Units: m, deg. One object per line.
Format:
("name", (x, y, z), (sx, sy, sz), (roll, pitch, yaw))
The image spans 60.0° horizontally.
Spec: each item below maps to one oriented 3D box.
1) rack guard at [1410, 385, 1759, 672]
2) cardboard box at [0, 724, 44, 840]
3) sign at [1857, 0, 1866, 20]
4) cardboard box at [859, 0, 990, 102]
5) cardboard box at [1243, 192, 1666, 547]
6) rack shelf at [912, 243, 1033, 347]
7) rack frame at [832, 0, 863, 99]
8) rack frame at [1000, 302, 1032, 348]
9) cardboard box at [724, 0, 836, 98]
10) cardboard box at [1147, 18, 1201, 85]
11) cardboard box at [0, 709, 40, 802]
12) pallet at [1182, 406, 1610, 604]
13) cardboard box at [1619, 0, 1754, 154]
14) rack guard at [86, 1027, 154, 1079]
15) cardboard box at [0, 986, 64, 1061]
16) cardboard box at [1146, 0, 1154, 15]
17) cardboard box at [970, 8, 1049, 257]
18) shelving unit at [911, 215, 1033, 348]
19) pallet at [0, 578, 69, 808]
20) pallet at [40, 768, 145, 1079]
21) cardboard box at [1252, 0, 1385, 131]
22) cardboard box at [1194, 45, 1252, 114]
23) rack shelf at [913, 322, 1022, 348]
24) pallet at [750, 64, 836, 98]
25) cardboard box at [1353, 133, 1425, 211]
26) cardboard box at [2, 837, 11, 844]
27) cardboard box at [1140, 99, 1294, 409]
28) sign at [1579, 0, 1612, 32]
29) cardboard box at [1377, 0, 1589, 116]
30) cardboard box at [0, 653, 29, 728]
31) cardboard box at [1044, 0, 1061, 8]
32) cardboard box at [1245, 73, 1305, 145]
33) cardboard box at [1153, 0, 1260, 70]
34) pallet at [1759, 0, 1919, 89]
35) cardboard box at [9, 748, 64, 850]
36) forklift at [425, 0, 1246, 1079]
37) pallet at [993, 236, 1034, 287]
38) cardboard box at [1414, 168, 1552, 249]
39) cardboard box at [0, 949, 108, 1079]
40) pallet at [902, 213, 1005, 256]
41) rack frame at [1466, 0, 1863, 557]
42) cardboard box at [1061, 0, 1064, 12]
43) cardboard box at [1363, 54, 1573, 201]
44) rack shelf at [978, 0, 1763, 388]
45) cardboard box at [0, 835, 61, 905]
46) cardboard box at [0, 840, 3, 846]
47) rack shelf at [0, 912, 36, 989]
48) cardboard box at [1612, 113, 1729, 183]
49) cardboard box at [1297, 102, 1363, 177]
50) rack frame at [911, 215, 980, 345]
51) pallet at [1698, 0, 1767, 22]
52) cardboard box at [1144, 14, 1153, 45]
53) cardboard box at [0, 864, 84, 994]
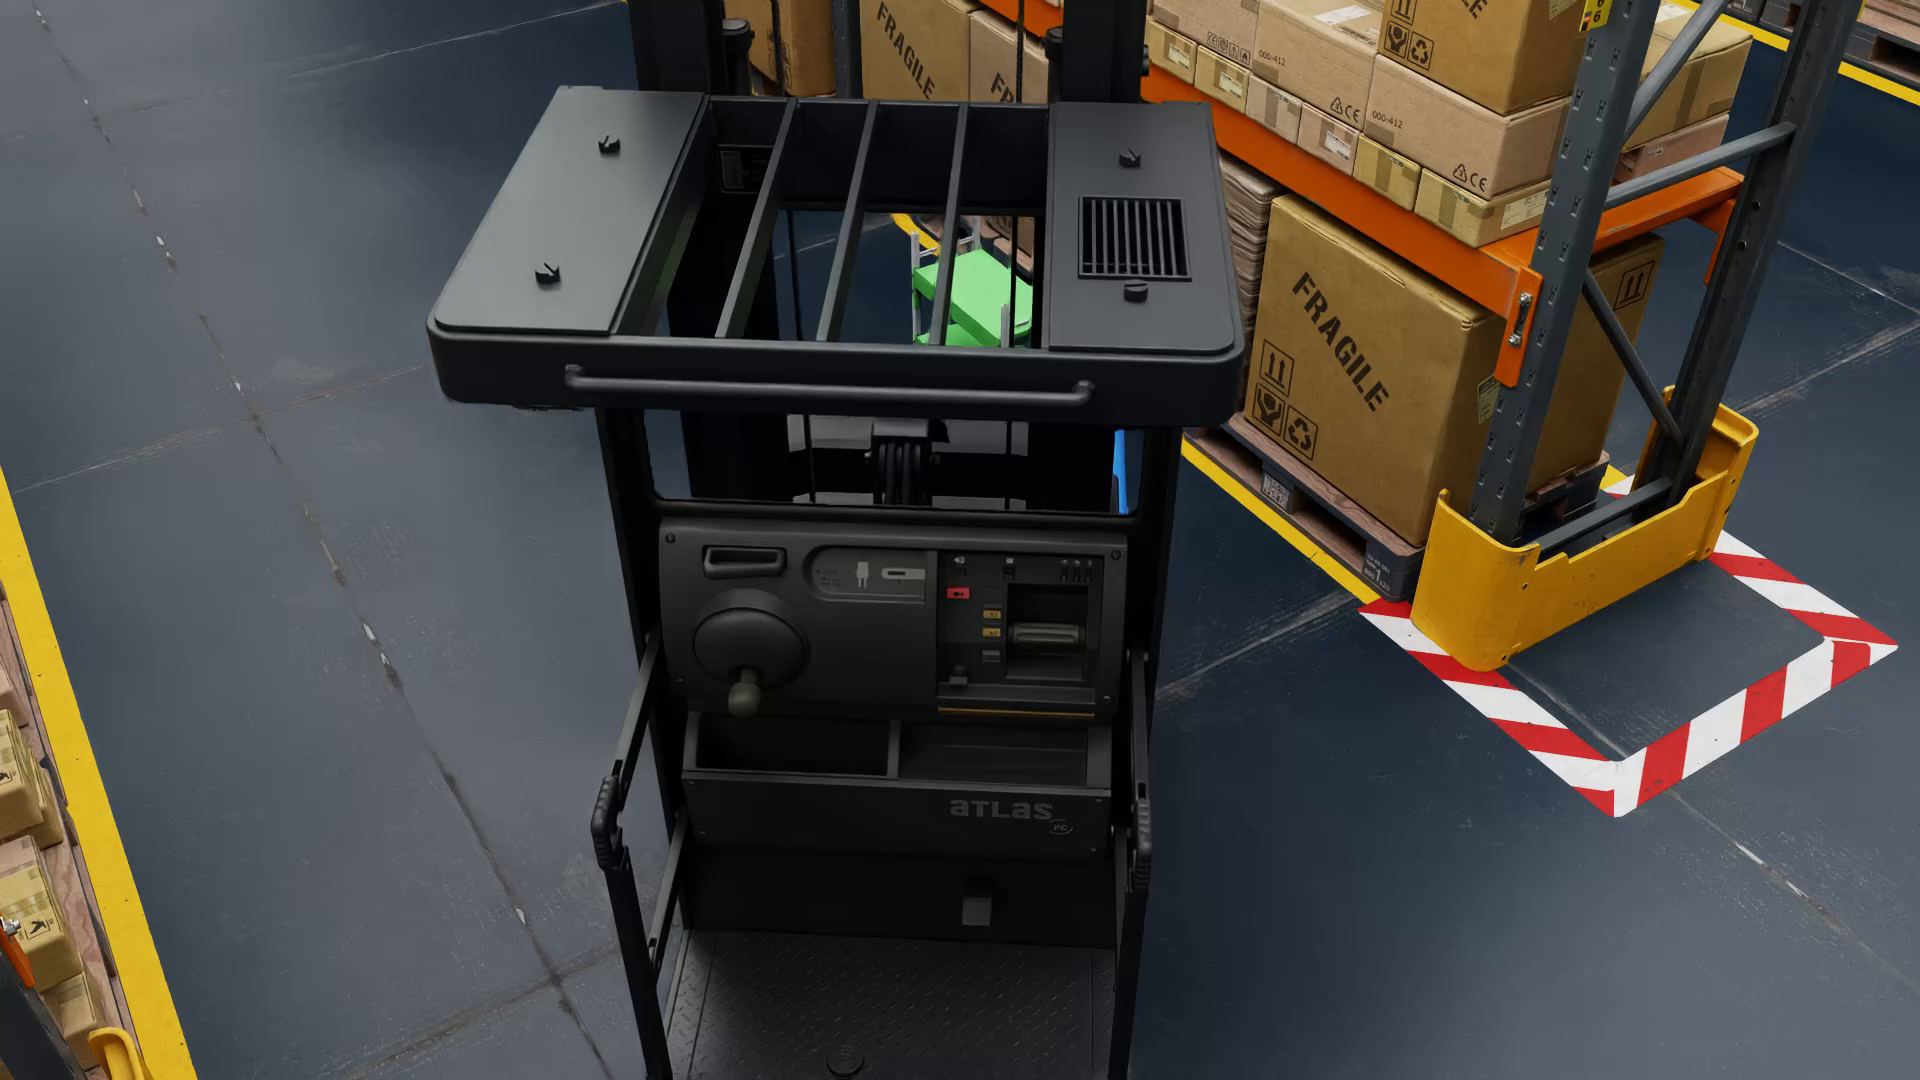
("rack guard", (2.033, -0.052, 5.422), (1.175, 0.500, 0.348), (-22, 45, -24))
("cardboard box", (-2.489, 0.646, 4.066), (0.380, 0.149, 0.250), (-22, 45, -25))
("sign", (2.491, -1.576, 4.560), (0.100, 0.325, 0.005), (-22, 45, -24))
("cardboard box", (0.156, -2.145, 7.313), (0.875, 0.875, 0.875), (-22, 45, -24))
("cardboard box", (1.608, -0.688, 5.564), (0.875, 0.875, 0.875), (-22, 45, -24))
("rack shelf", (0.089, -0.691, 4.992), (0.258, 0.148, 0.480), (-22, 45, -24))
("rack frame", (-0.131, -3.184, 7.228), (1.000, 3.000, 0.127), (-22, 45, -24))
("rack frame", (0.220, -0.240, 5.101), (0.240, 1.200, 0.015), (-22, 45, -24))
("cardboard box", (-0.492, -2.868, 8.180), (1.225, 0.875, 0.875), (-22, 45, -24))
("cardboard box", (0.860, -1.698, 5.641), (0.380, 0.149, 0.250), (-22, 45, -24))
("cardboard box", (-2.634, 0.631, 4.316), (0.380, 0.149, 0.250), (-21, 44, -23))
("pallet", (1.524, -0.358, 6.015), (1.003, 0.211, 1.213), (-22, 45, -24))
("cardboard box", (1.989, -1.434, 5.012), (0.500, 0.250, 0.500), (-23, 45, -25))
("rack guard", (-2.257, 1.547, 3.503), (1.175, 0.500, 0.348), (-22, 45, -24))
("cardboard box", (-2.282, 1.076, 3.782), (0.380, 0.149, 0.250), (-20, 44, -23))
("cardboard box", (0.706, -2.080, 5.788), (0.500, 0.250, 0.500), (-22, 45, -24))
("cardboard box", (0.640, -1.660, 6.730), (0.875, 0.875, 0.875), (-22, 45, -24))
("shelving unit", (0.089, -0.372, 5.259), (0.258, 1.200, 0.503), (-22, 45, -24))
("pallet", (-3.316, 0.549, 4.926), (1.003, 0.211, 1.213), (-22, 45, -24))
("pallet", (-2.665, 1.207, 4.136), (1.003, 0.211, 1.213), (-22, 45, -24))
("cardboard box", (1.263, -1.526, 5.123), (0.500, 0.250, 0.500), (-23, 45, -25))
("cardboard box", (1.000, -1.558, 5.473), (0.380, 0.149, 0.250), (-23, 45, -25))
("rack shelf", (0.089, -0.507, 5.146), (0.258, 0.148, 0.480), (-22, 45, -24))
("pallet", (-0.610, -2.503, 8.589), (1.003, 0.211, 1.213), (-22, 45, -24))
("cardboard box", (1.409, -1.147, 4.980), (0.380, 0.149, 0.250), (-22, 44, -24))
("cardboard box", (-2.578, 0.924, 4.197), (0.380, 0.149, 0.250), (-22, 44, -24))
("cardboard box", (1.119, -1.179, 6.154), (0.875, 0.875, 0.875), (-22, 45, -24))
("sign", (1.555, -1.382, 3.975), (0.100, 0.325, 0.005), (-22, 45, -24))
("cardboard box", (1.536, -1.542, 4.557), (0.500, 0.500, 0.500), (-22, 44, -24))
("cardboard box", (-2.901, 0.479, 4.731), (0.380, 0.149, 0.250), (-24, 46, -26))
("cardboard box", (0.445, -2.114, 6.140), (0.380, 0.149, 0.250), (-22, 44, -24))
("cardboard box", (1.141, -1.419, 5.306), (0.380, 0.149, 0.250), (-21, 44, -24))
("cardboard box", (0.989, -1.801, 5.452), (0.500, 0.250, 0.500), (-24, 45, -26))
("pallet", (5.133, -2.775, 8.915), (1.003, 0.211, 1.213), (-22, 45, -24))
("cardboard box", (-2.623, 0.748, 4.408), (0.380, 0.149, 0.250), (-22, 44, -24))
("forklift", (-0.146, 0.245, 3.166), (1.130, 2.935, 3.031), (2, 40, 3))
("pallet", (0.872, -1.016, 6.805), (1.003, 0.211, 1.213), (-22, 45, -24))
("cardboard box", (1.551, -1.007, 4.812), (0.380, 0.149, 0.250), (-21, 44, -24))
("cardboard box", (-2.228, 1.169, 3.903), (0.380, 0.149, 0.250), (-21, 44, -24))
("pallet", (0.212, -1.675, 7.596), (1.003, 0.211, 1.213), (-22, 45, -24))
("rack frame", (2.020, -1.025, 4.637), (1.000, 3.000, 0.127), (-22, 45, -24))
("cardboard box", (0.587, -1.973, 5.970), (0.380, 0.149, 0.250), (-24, 45, -26))
("cardboard box", (1.535, -1.252, 4.794), (0.500, 0.250, 0.500), (-23, 45, -25))
("rack shelf", (0.944, -1.828, 6.163), (1.077, 0.370, 4.000), (-22, 45, -24))
("cardboard box", (-2.382, 0.909, 3.983), (0.380, 0.149, 0.250), (-22, 45, -25))
("cardboard box", (-2.588, 0.807, 4.105), (0.380, 0.149, 0.250), (-22, 44, -24))
("rack shelf", (-3.292, -0.175, 4.179), (1.077, 0.370, 4.000), (-22, 45, -24))
("cardboard box", (2.107, -1.234, 5.084), (0.380, 0.149, 0.250), (-22, 44, -24))
("cardboard box", (1.275, -1.284, 5.144), (0.380, 0.149, 0.250), (-22, 45, -24))
("rack frame", (-0.042, -0.503, 5.417), (0.240, 1.200, 0.015), (-22, 45, -24))
("pallet", (4.473, -3.434, 9.706), (1.003, 0.211, 1.213), (-22, 45, -24))
("cardboard box", (0.729, -1.833, 5.802), (0.380, 0.149, 0.250), (-21, 44, -24))
("cardboard box", (-2.212, 0.933, 3.721), (0.380, 0.149, 0.250), (-24, 46, -26))
